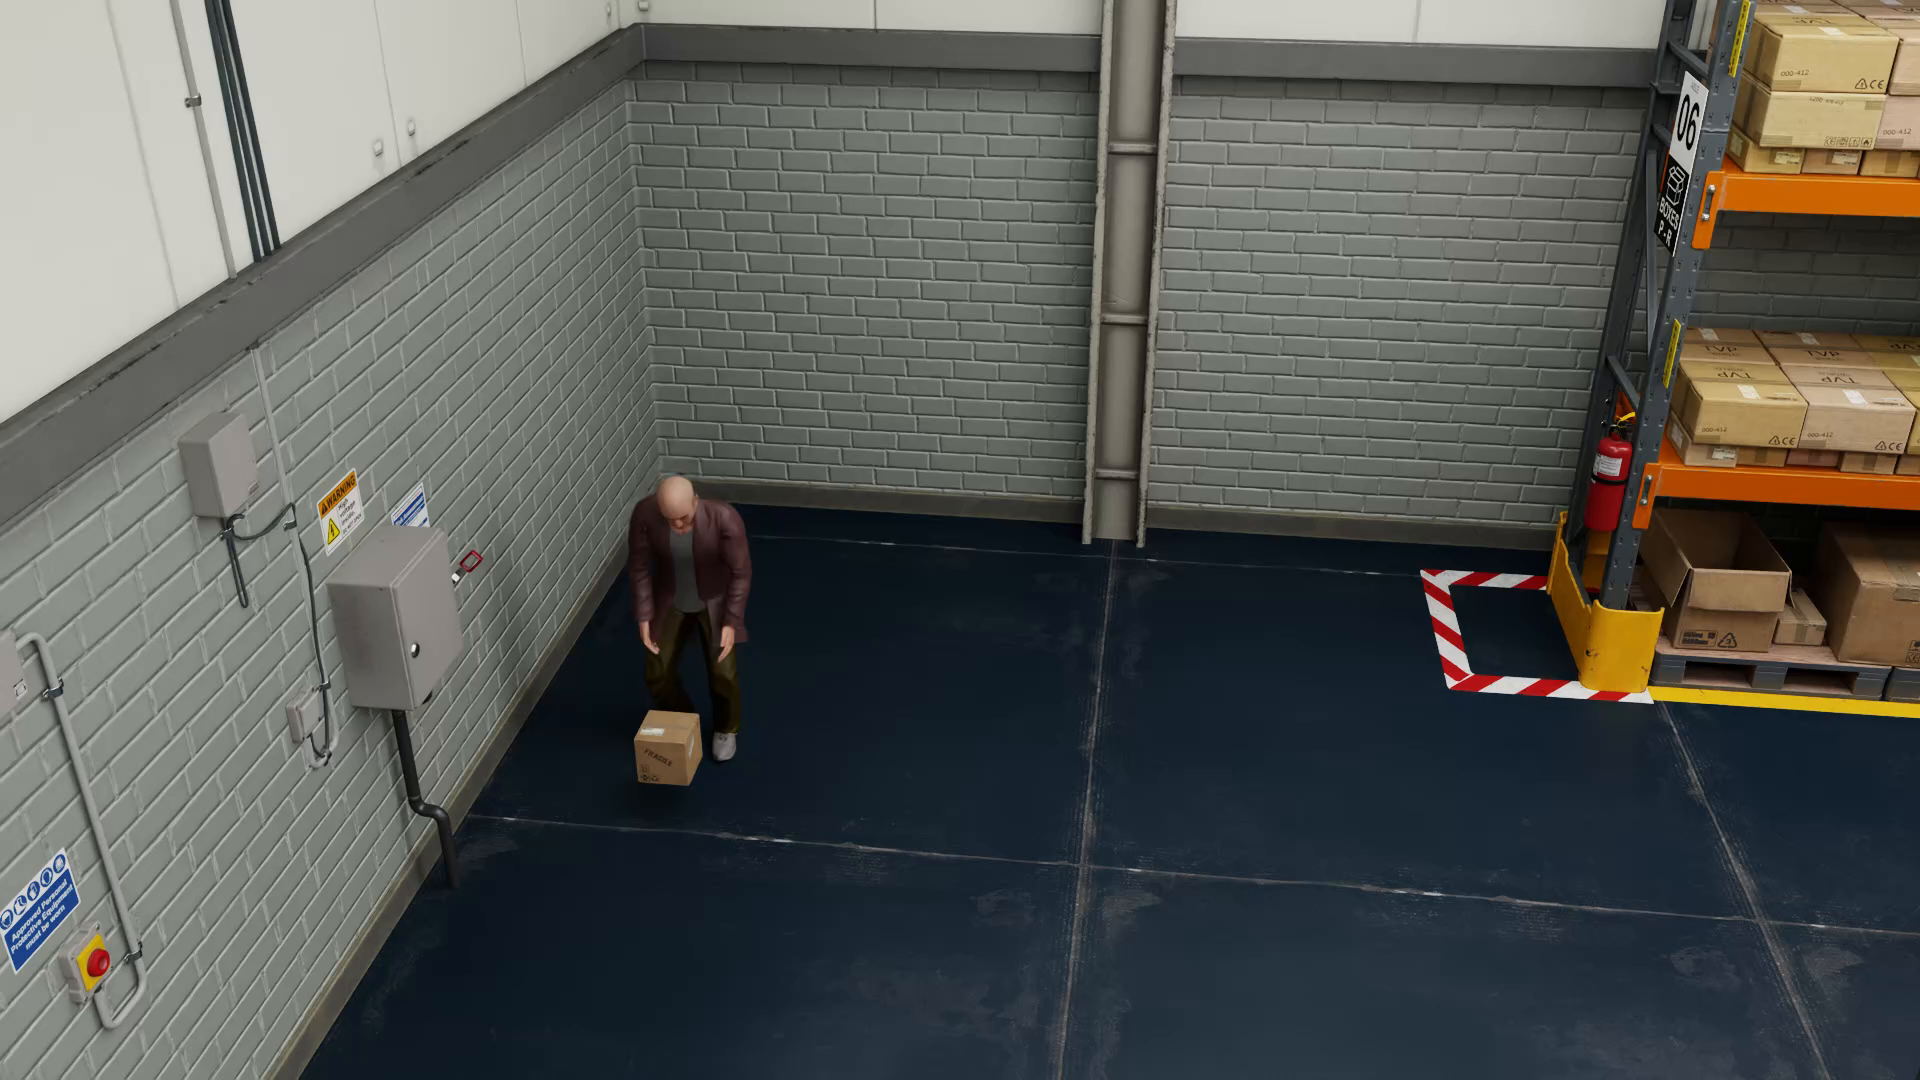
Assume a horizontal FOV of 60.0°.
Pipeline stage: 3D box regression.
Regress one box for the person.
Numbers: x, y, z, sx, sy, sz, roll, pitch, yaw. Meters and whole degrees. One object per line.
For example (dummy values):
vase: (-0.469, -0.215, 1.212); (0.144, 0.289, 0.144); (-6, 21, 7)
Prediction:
person: (-1.302, 0.354, 8.188); (0.623, 1.582, 0.588); (4, 28, 7)
